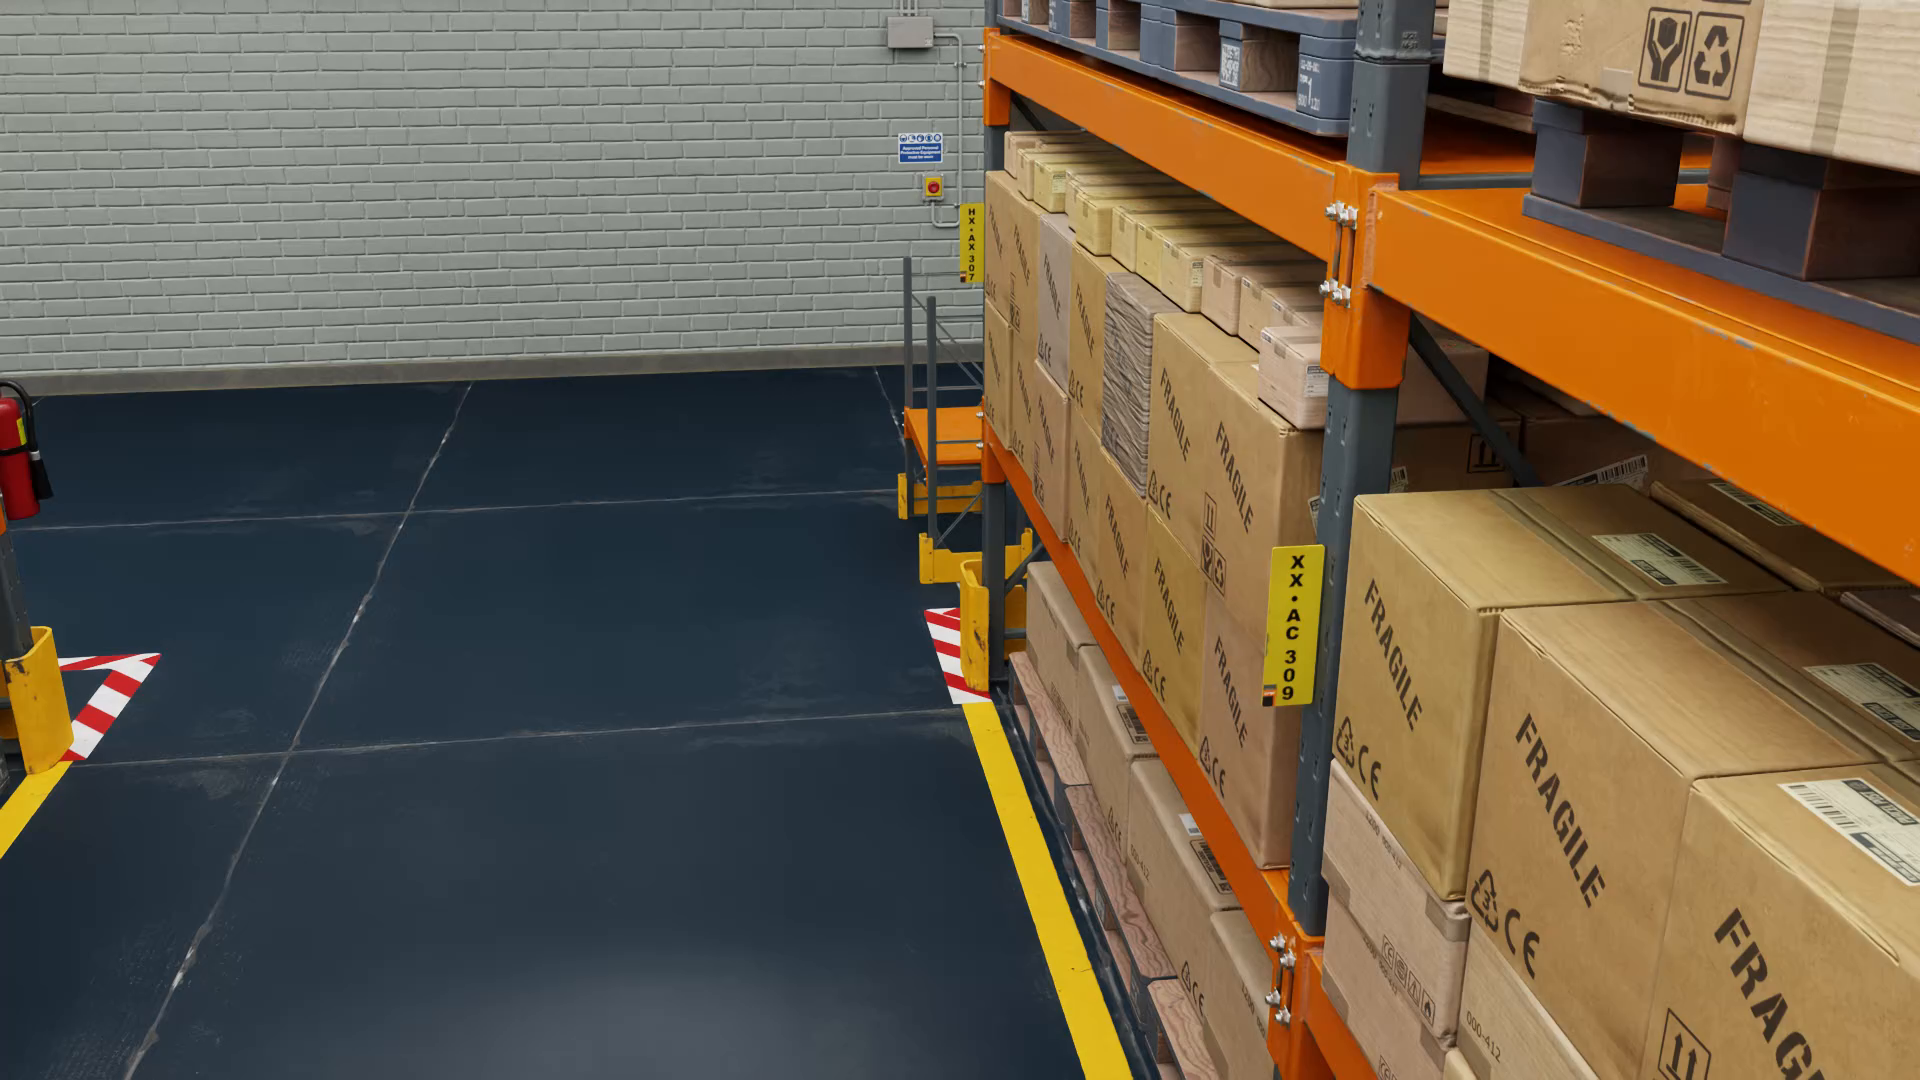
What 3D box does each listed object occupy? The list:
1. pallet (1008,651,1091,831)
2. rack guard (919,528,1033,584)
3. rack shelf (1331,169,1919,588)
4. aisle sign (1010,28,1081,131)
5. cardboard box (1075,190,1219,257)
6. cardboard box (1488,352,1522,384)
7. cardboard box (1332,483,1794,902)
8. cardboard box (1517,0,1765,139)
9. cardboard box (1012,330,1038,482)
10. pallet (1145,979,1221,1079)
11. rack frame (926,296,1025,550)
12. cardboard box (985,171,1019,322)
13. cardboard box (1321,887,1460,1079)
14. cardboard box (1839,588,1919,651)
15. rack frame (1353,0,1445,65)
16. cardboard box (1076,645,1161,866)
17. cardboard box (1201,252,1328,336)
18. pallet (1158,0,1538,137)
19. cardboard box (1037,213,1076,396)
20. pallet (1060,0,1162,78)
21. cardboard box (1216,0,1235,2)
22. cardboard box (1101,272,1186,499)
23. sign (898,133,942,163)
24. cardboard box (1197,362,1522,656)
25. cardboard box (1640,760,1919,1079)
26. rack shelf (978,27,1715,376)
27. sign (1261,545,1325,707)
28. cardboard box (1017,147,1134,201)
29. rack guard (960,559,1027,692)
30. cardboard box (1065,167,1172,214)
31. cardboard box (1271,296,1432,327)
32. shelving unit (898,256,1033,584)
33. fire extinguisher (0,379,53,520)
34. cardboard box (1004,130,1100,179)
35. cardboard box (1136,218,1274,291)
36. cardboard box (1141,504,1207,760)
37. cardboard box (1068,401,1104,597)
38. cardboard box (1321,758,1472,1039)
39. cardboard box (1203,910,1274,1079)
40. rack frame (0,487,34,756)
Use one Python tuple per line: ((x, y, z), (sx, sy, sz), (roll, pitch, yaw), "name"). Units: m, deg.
((0.793, 0.773, 6.846), (1.003, 0.211, 1.213), (-3, 21, -8), "pallet")
((0.083, 0.082, 8.640), (0.587, 0.250, 0.087), (-3, 21, -8), "rack guard")
((1.465, 0.203, 1.128), (1.077, 0.370, 4.000), (-3, 21, -8), "rack shelf")
((0.303, -2.035, 6.661), (0.394, 0.787, 0.004), (-3, 21, -8), "aisle sign")
((0.559, -0.950, 4.973), (0.380, 0.149, 0.250), (-3, 21, -9), "cardboard box")
((1.335, -0.451, 3.638), (0.380, 0.149, 0.250), (-3, 21, -7), "cardboard box")
((0.956, 0.230, 2.741), (0.500, 0.500, 0.500), (-3, 21, -7), "cardboard box")
((1.017, -0.751, 1.909), (0.500, 0.500, 0.500), (-3, 21, -9), "cardboard box")
((0.486, -0.499, 6.122), (0.500, 0.500, 0.500), (-3, 21, -9), "cardboard box")
((1.144, 1.617, 4.584), (1.003, 0.211, 1.213), (-3, 21, -8), "pallet")
((0.086, -0.497, 8.403), (0.500, 1.500, 0.032), (-3, 21, -8), "rack frame")
((0.387, -1.141, 6.413), (0.500, 0.500, 0.500), (-3, 21, -9), "cardboard box")
((0.979, 0.814, 2.963), (0.500, 0.250, 0.500), (-3, 21, -9), "cardboard box")
((1.571, 0.384, 2.329), (0.500, 0.500, 0.500), (-3, 21, -7), "cardboard box")
((1.177, -2.232, 2.331), (1.000, 3.000, 0.127), (-3, 21, -8), "rack frame")
((0.934, 0.737, 6.018), (0.875, 0.438, 0.875), (-2, 21, -6), "cardboard box")
((0.806, -0.602, 4.041), (0.380, 0.149, 0.250), (-3, 21, -8), "cardboard box")
((1.069, -1.069, 3.631), (1.003, 0.211, 1.213), (-3, 21, -8), "pallet")
((0.551, -0.785, 5.459), (0.500, 0.500, 0.500), (-3, 21, -8), "cardboard box")
((0.897, -1.491, 4.760), (1.003, 0.211, 1.213), (-3, 21, -8), "pallet")
((0.730, -1.249, 3.603), (0.380, 0.149, 0.250), (-2, 21, -6), "cardboard box")
((0.688, -0.438, 4.530), (0.500, 0.500, 0.500), (-3, 21, -7), "cardboard box")
((-0.292, -2.903, 12.316), (0.327, 0.218, 0.001), (-3, 21, -8), "sign")
((0.835, -0.086, 3.588), (0.500, 0.500, 0.500), (-3, 21, -8), "cardboard box")
((1.126, 0.578, 1.808), (0.500, 0.500, 0.500), (-3, 21, -9), "cardboard box")
((0.888, -1.182, 4.836), (1.077, 0.370, 4.000), (-3, 21, -8), "rack shelf")
((0.628, 0.164, 3.139), (0.100, 0.325, 0.005), (-3, 21, -8), "sign")
((0.409, -1.306, 5.926), (0.380, 0.149, 0.250), (-2, 21, -6), "cardboard box")
((0.597, 0.356, 7.548), (1.175, 0.500, 0.348), (-3, 21, -8), "rack guard")
((0.555, -1.127, 5.449), (0.380, 0.149, 0.250), (-3, 21, -7), "cardboard box")
((0.887, -0.428, 3.576), (0.380, 0.149, 0.250), (-2, 21, -6), "cardboard box")
((0.011, -0.676, 8.883), (0.587, 1.500, 1.083), (-3, 21, -8), "shelving unit")
((-3.863, -0.422, 6.701), (0.296, 0.674, 0.183), (-3, 21, -8), "fire extinguisher")
((0.377, -1.489, 6.416), (0.380, 0.149, 0.250), (-2, 21, -7), "cardboard box")
((0.696, -0.777, 4.511), (0.380, 0.149, 0.250), (-3, 21, -9), "cardboard box")
((0.777, 0.206, 4.235), (0.500, 0.500, 0.500), (-3, 21, -9), "cardboard box")
((0.630, -0.149, 5.186), (0.500, 0.500, 0.500), (-2, 21, -6), "cardboard box")
((0.961, 0.581, 2.873), (0.500, 0.250, 0.500), (-4, 21, -9), "cardboard box")
((1.192, 1.359, 4.352), (0.875, 0.438, 0.875), (-3, 21, -9), "cardboard box")
((-4.284, -0.522, 6.326), (1.000, 3.000, 0.127), (-3, 21, -8), "rack frame")
